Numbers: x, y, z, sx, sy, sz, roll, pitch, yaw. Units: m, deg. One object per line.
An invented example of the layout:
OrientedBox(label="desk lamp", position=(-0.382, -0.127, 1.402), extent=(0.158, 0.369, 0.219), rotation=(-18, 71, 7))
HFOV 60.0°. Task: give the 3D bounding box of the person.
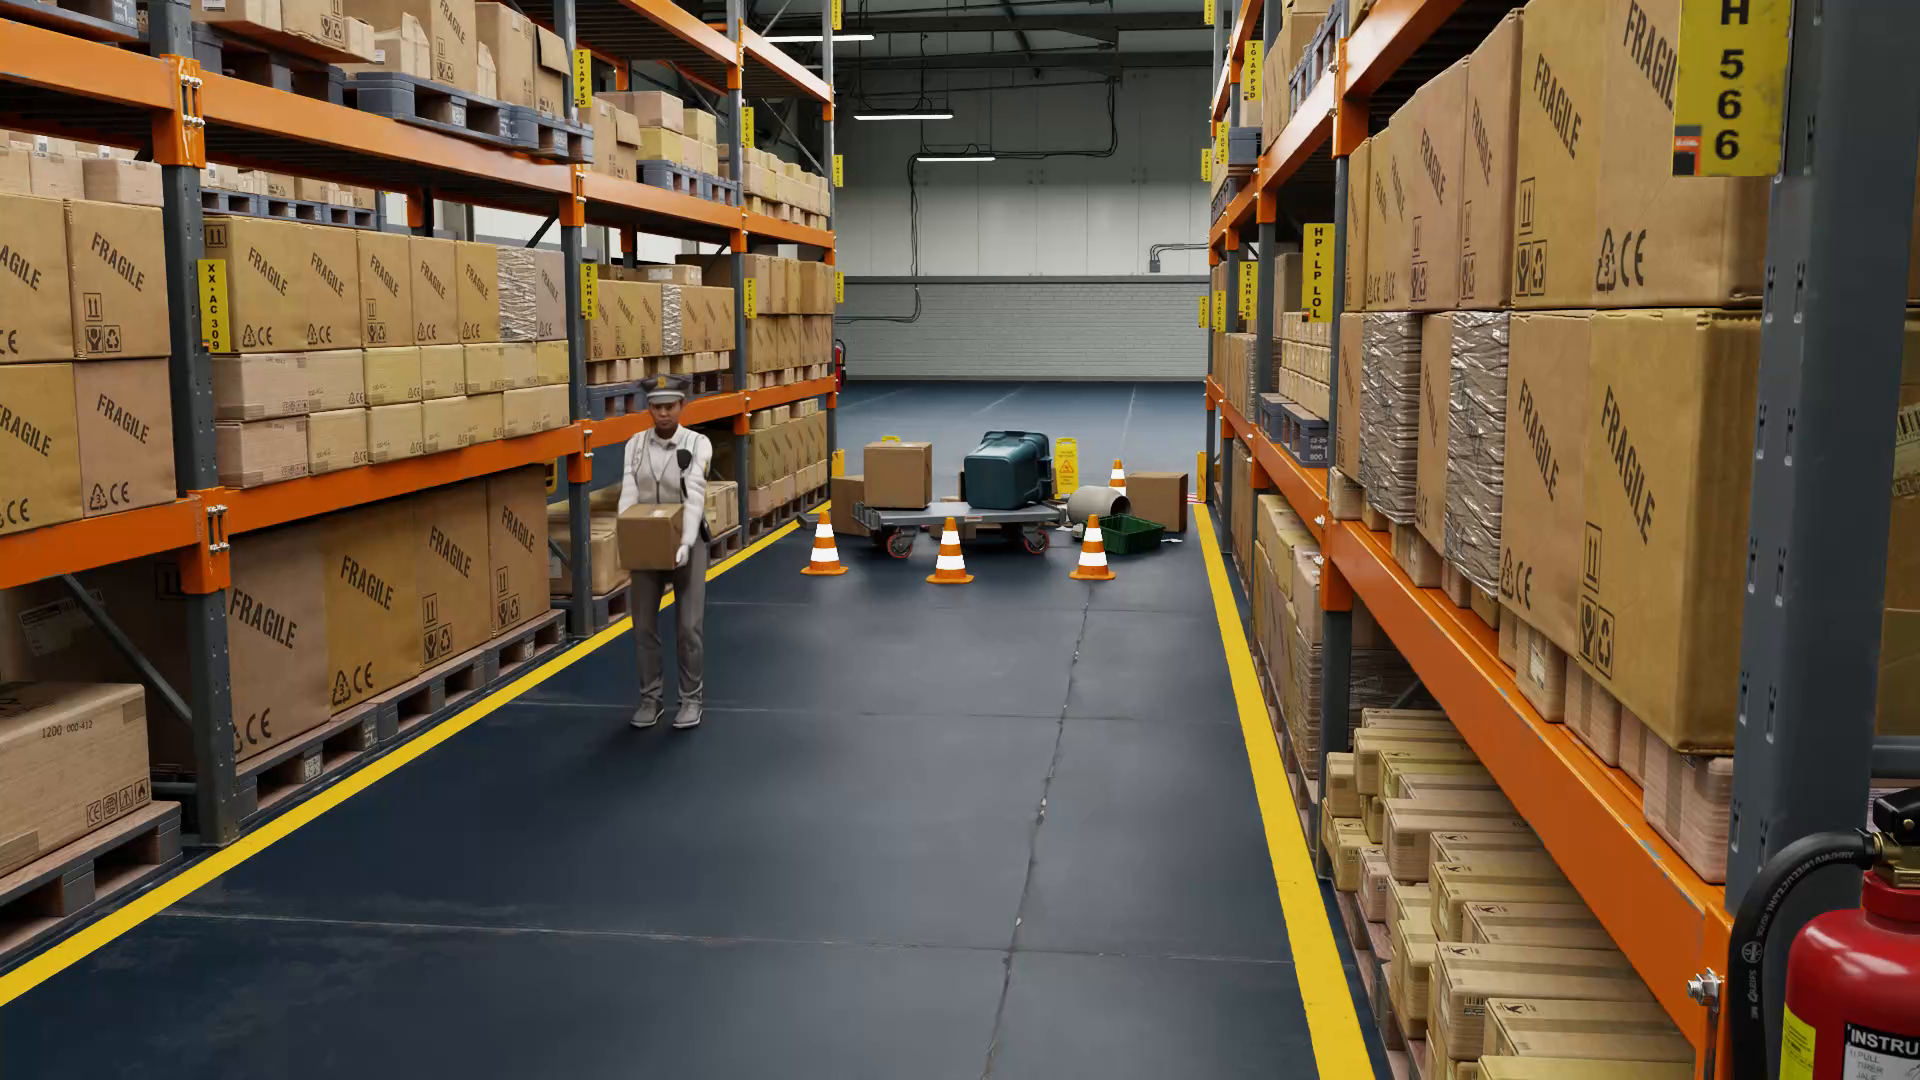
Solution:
OrientedBox(label="person", position=(-1.392, 0.054, 7.889), extent=(0.416, 1.675, 0.530), rotation=(1, 8, 5))
